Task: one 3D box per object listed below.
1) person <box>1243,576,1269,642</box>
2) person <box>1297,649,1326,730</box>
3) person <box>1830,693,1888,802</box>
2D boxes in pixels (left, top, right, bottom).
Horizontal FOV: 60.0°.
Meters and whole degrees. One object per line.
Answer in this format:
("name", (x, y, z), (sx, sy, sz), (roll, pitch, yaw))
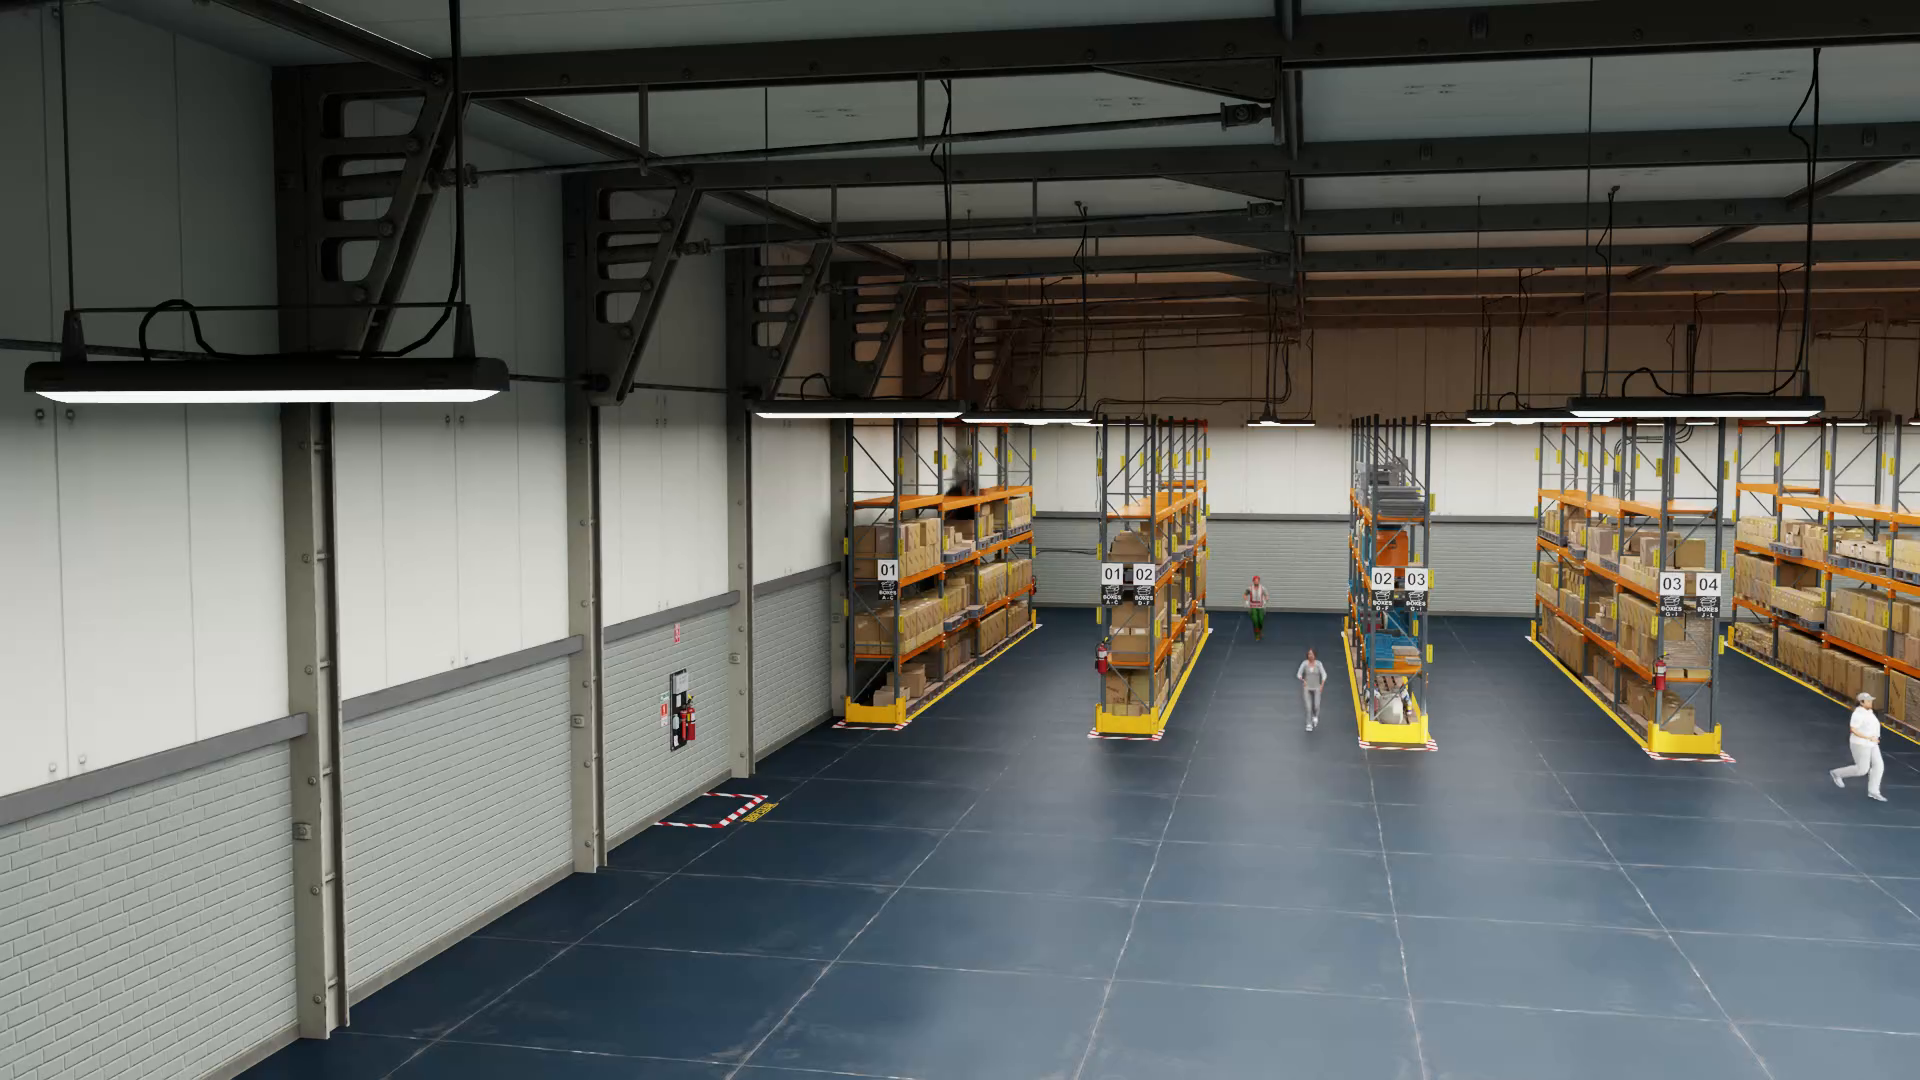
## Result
("person", (8.018, 1.845, 45.015), (0.674, 1.777, 0.805), (0, 4, 4))
("person", (6.663, 2.840, 31.522), (0.540, 1.557, 0.536), (1, 4, 12))
("person", (14.019, 3.201, 25.862), (0.615, 1.653, 0.823), (-3, 5, -39))
